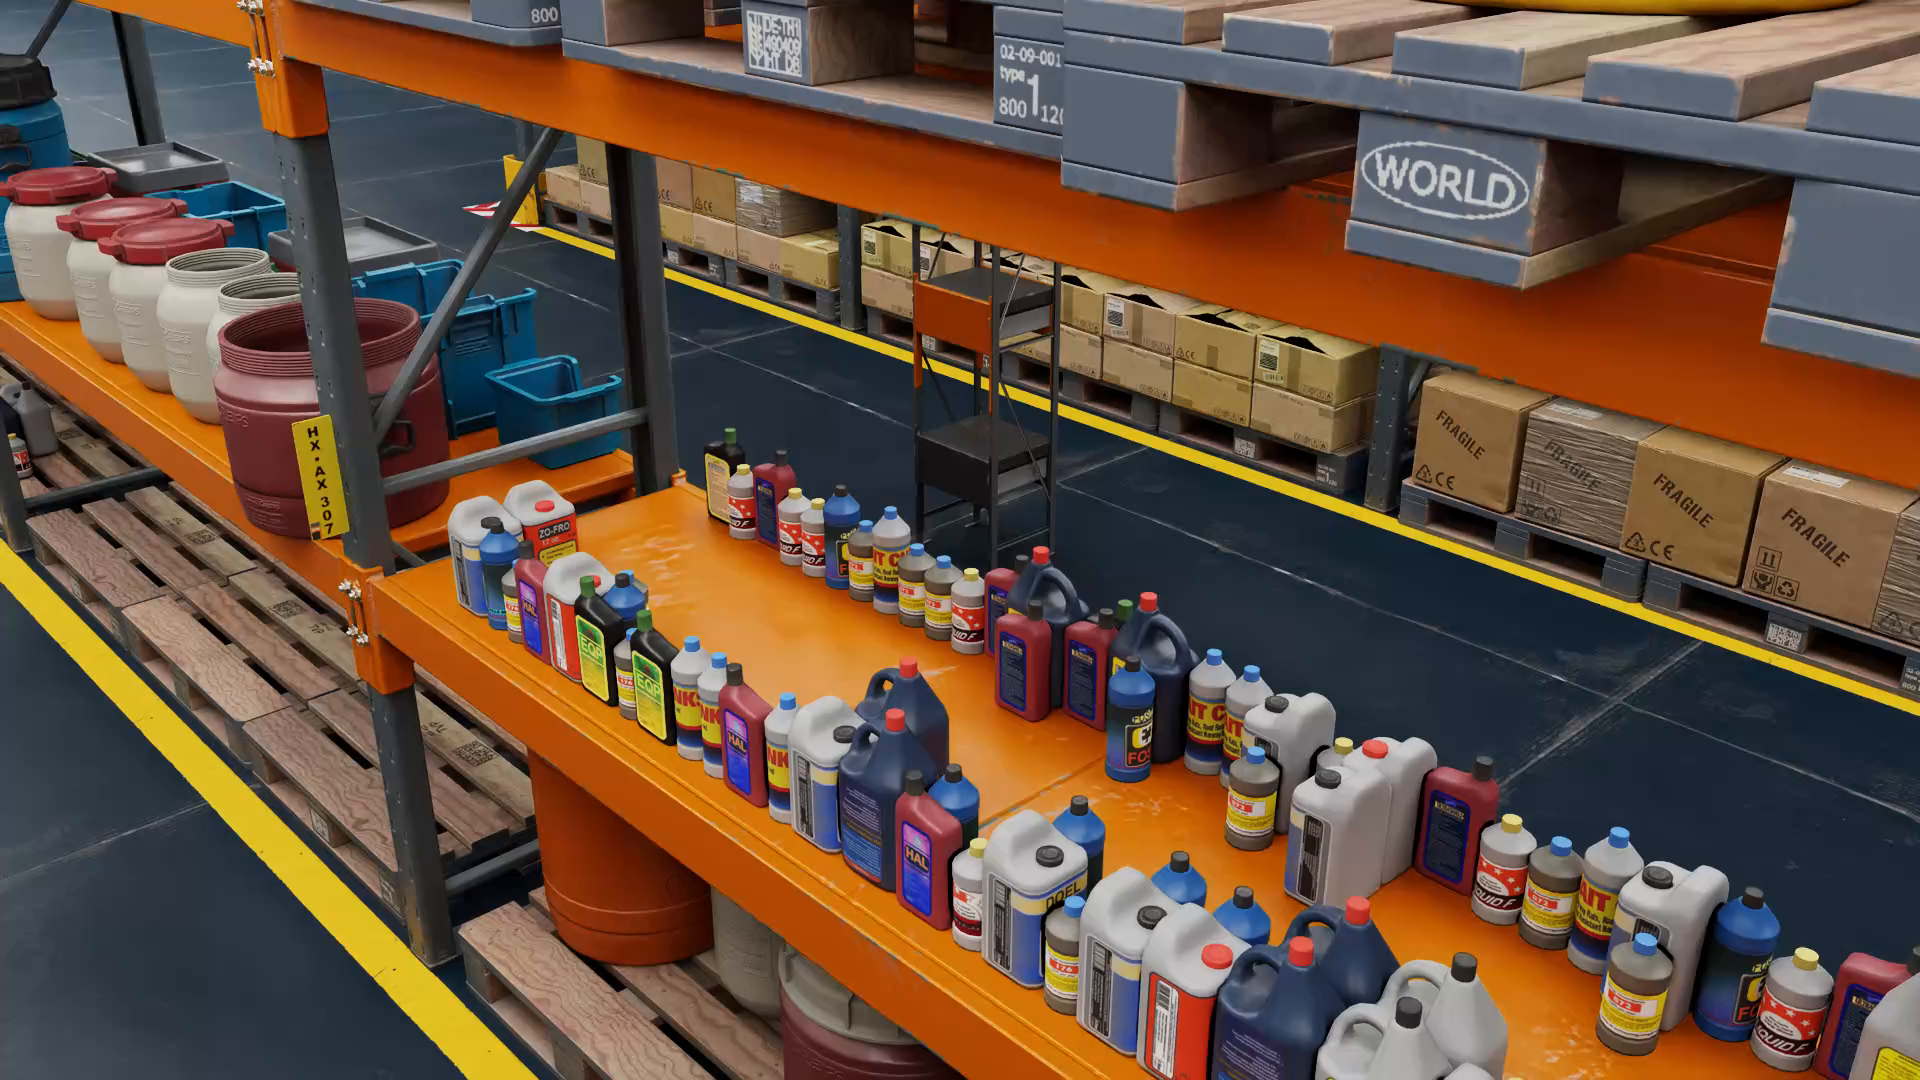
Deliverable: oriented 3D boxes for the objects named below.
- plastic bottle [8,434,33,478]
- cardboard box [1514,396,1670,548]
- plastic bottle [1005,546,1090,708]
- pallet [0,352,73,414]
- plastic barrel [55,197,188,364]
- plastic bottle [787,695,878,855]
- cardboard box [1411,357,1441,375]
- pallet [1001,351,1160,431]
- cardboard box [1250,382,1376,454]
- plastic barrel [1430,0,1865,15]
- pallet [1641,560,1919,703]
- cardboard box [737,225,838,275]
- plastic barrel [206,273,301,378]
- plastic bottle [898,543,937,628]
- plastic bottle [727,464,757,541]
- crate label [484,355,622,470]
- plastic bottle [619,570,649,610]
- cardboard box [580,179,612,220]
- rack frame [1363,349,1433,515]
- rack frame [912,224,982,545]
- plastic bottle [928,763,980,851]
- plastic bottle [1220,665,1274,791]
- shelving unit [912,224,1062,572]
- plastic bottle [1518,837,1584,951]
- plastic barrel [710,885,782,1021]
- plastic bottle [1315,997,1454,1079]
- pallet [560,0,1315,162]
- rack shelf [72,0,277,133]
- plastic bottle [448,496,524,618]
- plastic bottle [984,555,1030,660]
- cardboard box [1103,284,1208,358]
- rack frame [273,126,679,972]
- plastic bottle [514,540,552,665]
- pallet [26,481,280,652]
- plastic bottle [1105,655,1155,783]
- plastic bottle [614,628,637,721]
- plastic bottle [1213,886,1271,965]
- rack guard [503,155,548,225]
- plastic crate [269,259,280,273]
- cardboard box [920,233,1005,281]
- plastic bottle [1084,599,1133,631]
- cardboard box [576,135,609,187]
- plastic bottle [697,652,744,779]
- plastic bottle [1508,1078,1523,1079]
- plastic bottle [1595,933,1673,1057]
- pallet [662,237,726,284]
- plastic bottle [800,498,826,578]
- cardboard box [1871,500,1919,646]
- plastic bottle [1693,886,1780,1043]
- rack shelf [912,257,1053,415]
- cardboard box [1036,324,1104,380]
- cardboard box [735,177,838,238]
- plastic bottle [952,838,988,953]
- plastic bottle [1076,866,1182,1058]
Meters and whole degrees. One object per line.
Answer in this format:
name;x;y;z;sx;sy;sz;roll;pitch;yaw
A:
plastic bottle;-4.459;-0.403;7.860;0.097;0.201;0.097;0;25;0
cardboard box;2.833;-0.333;7.348;0.500;0.500;0.500;22;33;40
plastic bottle;0.198;0.188;3.783;0.144;0.351;0.185;-21;32;-38
pallet;-5.250;-0.771;9.185;1.003;0.211;1.213;-21;32;-38
plastic barrel;-2.988;-0.942;6.037;0.433;0.535;0.433;0;25;0
plastic bottle;-0.242;0.457;3.284;0.152;0.276;0.135;-21;32;-38
cardboard box;2.225;-1.084;8.643;0.500;0.311;0.500;-20;31;-37
pallet;1.005;-1.008;9.705;1.003;0.211;1.213;-21;32;-38
cardboard box;1.831;-0.677;8.426;0.500;0.250;0.500;-20;31;-37
plastic barrel;0.712;-0.891;1.742;0.600;0.588;0.600;0;25;0
pallet;3.681;0.229;6.994;1.003;0.211;1.213;-21;32;-38
cardboard box;-1.177;-2.031;11.395;0.500;0.250;0.500;-21;32;-38
plastic barrel;-2.109;-0.544;5.194;0.421;0.512;0.421;0;25;0
plastic bottle;-0.106;0.107;4.141;0.097;0.201;0.097;0;25;0
plastic bottle;-0.596;-0.110;4.617;0.097;0.201;0.097;0;25;0
crate label;-1.264;-0.400;5.215;0.303;0.233;0.416;-21;32;-38
plastic bottle;-0.795;0.170;4.003;0.097;0.201;0.097;0;25;0
cardboard box;-2.551;-2.634;12.717;0.500;0.250;0.500;-21;32;-38
rack frame;2.369;-1.646;7.745;1.000;3.000;0.127;-21;32;-38
rack frame;-0.054;-0.979;7.366;0.400;2.100;0.015;-21;32;-38
plastic bottle;-0.012;0.541;3.106;0.097;0.271;0.097;0;25;0
plastic bottle;0.595;0.386;3.445;0.097;0.271;0.097;0;25;0
shelving unit;0.113;-0.905;7.204;0.431;2.100;0.503;-21;32;-38
plastic bottle;1.070;0.628;2.998;0.097;0.201;0.097;0;25;0
plastic barrel;-0.452;0.988;4.463;0.421;0.512;0.421;0;25;0
plastic bottle;0.617;0.806;2.428;0.144;0.351;0.185;-21;32;-38
pallet;0.100;-0.862;2.639;1.003;0.211;1.213;-21;32;-38
rack shelf;-2.617;-1.886;5.522;1.077;0.370;4.000;-21;32;-38
plastic bottle;-1.190;0.037;4.205;0.152;0.276;0.135;-21;32;-38
plastic bottle;0.119;0.159;3.929;0.061;0.283;0.133;-21;32;-38
cardboard box;1.128;-1.240;8.985;0.500;0.311;0.500;-21;32;-39
rack frame;-1.250;-0.242;4.667;1.000;3.000;0.127;-21;32;-38
plastic bottle;-0.999;0.146;3.956;0.061;0.283;0.133;-21;32;-38
pallet;-3.419;0.041;7.405;1.003;0.211;1.213;-21;32;-38
plastic bottle;0.357;0.368;3.484;0.097;0.271;0.097;0;25;0
plastic bottle;-0.723;0.294;3.730;0.097;0.201;0.097;0;25;0
plastic bottle;0.463;0.696;2.766;0.097;0.271;0.097;0;25;0
rack guard;-3.116;-2.940;13.593;1.175;0.500;0.348;-21;32;-38
plastic crate;-2.587;-0.910;6.387;0.450;0.188;0.662;-21;32;-38
cardboard box;0.073;-1.704;10.003;0.500;0.311;0.500;-22;32;-39
plastic bottle;0.337;0.255;3.718;0.061;0.283;0.133;-21;32;-38
cardboard box;-2.552;-2.975;12.560;0.500;0.500;0.500;-21;32;-38
plastic bottle;-0.499;0.362;3.498;0.097;0.271;0.097;0;25;0
plastic bottle;0.807;0.880;2.445;0.097;0.201;0.097;0;25;0
plastic bottle;1.118;0.742;2.749;0.097;0.201;0.097;0;25;0
pallet;-1.717;-2.212;12.345;1.003;0.211;1.213;-21;32;-38
plastic bottle;-0.372;-0.011;4.399;0.097;0.201;0.097;0;25;0
cardboard box;3.882;0.130;6.332;0.500;0.500;0.500;-21;32;-38
plastic bottle;1.295;0.696;2.765;0.097;0.271;0.097;0;25;0
rack shelf;0.113;-0.893;7.210;0.431;0.518;0.480;-21;32;-38
cardboard box;0.781;-1.140;9.442;0.500;0.250;0.500;-20;32;-38
cardboard box;-1.175;-2.373;11.241;0.500;0.500;0.500;-21;32;-38
plastic bottle;0.035;0.630;2.994;0.097;0.201;0.097;0;25;0
plastic bottle;0.293;0.694;2.764;0.152;0.276;0.135;-21;32;-38
